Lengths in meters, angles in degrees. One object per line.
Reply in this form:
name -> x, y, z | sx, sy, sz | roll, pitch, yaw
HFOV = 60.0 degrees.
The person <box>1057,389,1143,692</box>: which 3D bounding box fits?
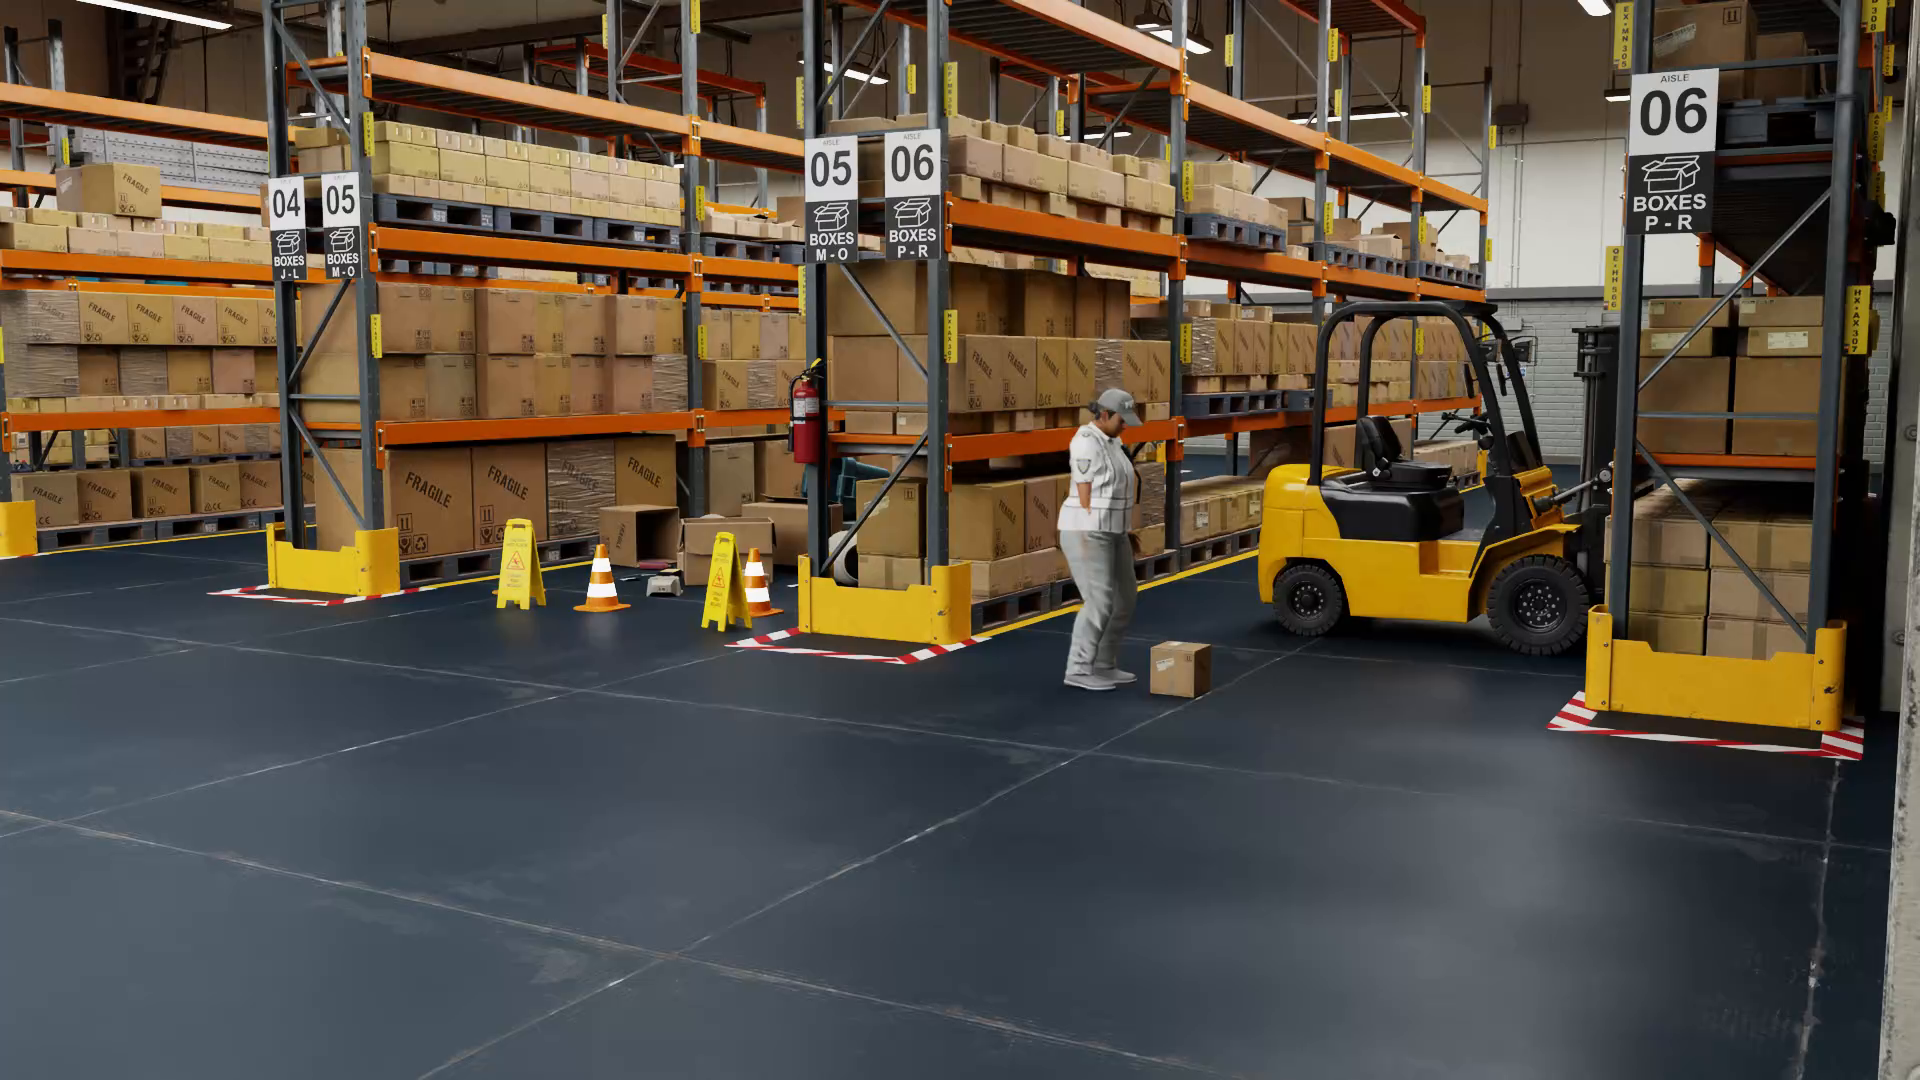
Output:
person -> 0.787, -0.011, 9.153 | 0.440, 1.638, 0.486 | 3, 7, 30
